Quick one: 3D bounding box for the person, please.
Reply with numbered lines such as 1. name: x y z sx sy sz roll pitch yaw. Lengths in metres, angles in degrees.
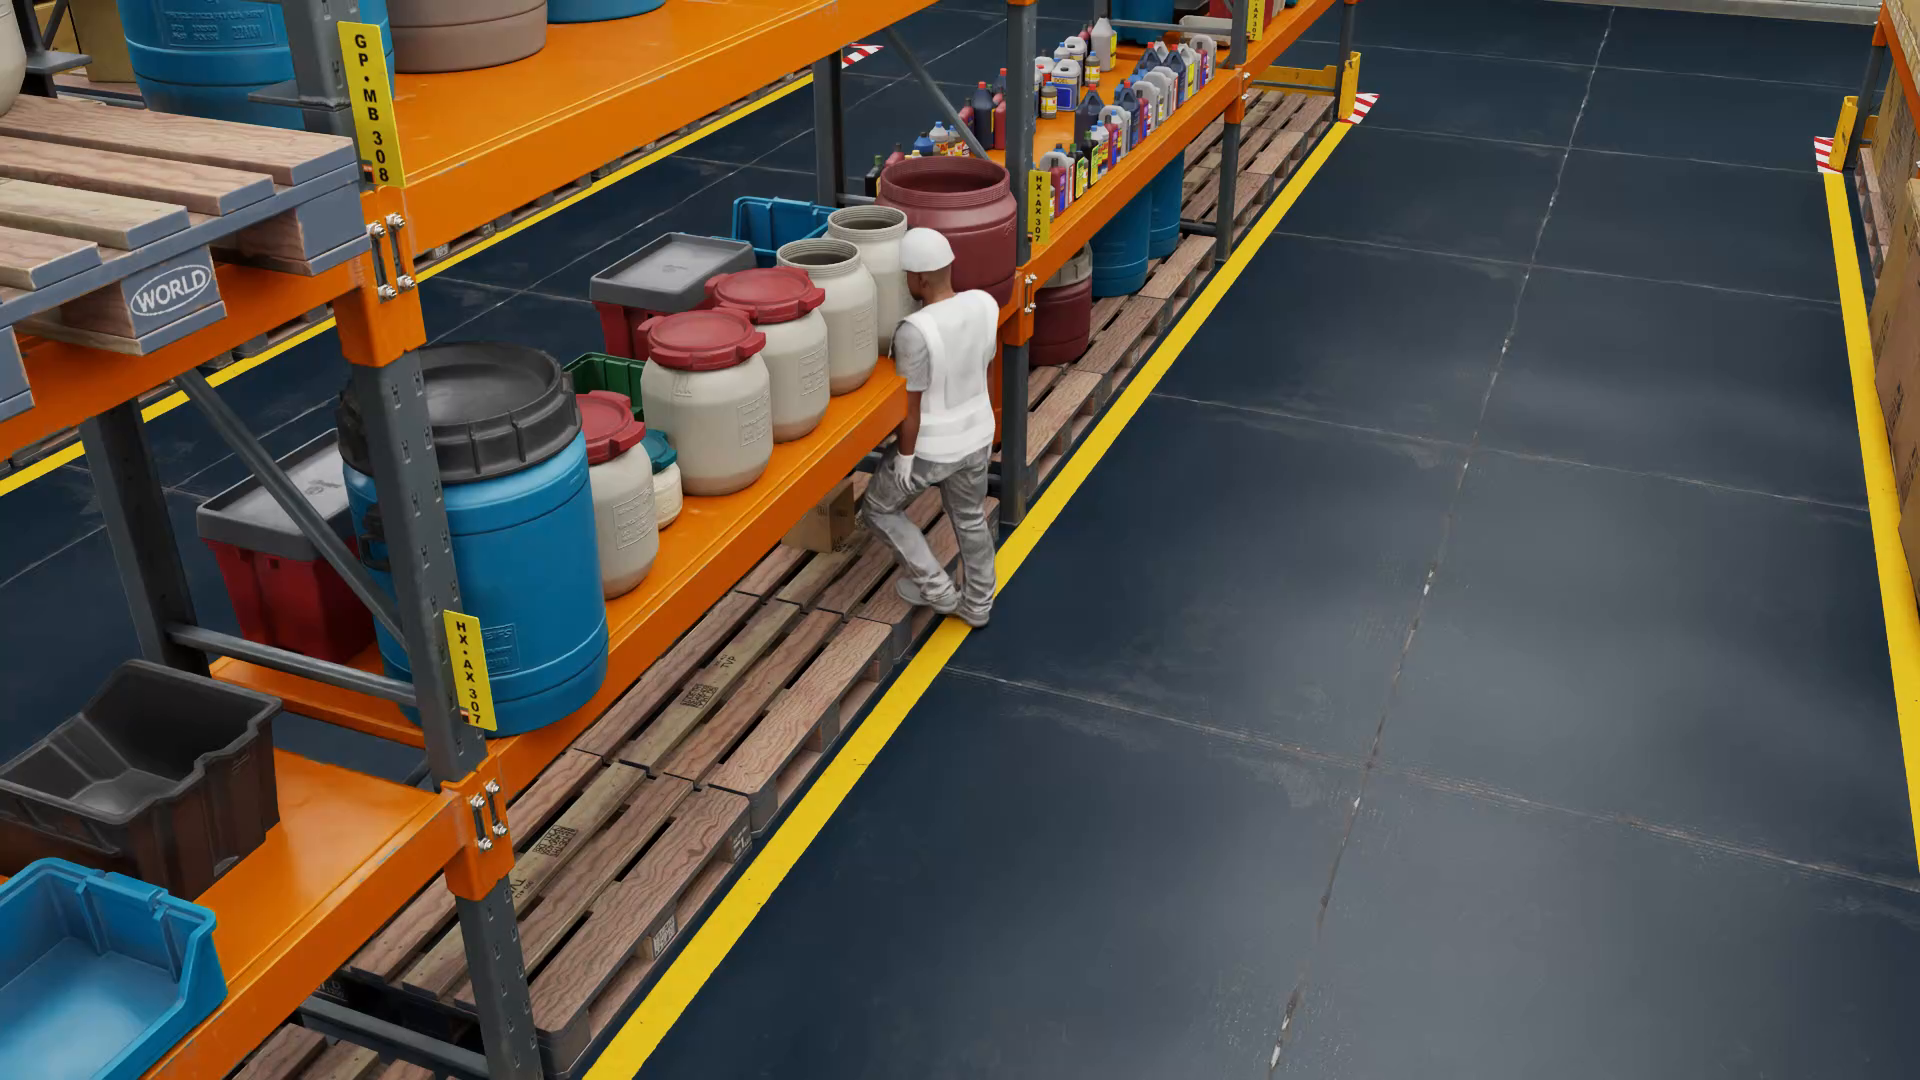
1. person: -0.121 -0.407 6.795 0.465 1.784 0.545 23 36 34
